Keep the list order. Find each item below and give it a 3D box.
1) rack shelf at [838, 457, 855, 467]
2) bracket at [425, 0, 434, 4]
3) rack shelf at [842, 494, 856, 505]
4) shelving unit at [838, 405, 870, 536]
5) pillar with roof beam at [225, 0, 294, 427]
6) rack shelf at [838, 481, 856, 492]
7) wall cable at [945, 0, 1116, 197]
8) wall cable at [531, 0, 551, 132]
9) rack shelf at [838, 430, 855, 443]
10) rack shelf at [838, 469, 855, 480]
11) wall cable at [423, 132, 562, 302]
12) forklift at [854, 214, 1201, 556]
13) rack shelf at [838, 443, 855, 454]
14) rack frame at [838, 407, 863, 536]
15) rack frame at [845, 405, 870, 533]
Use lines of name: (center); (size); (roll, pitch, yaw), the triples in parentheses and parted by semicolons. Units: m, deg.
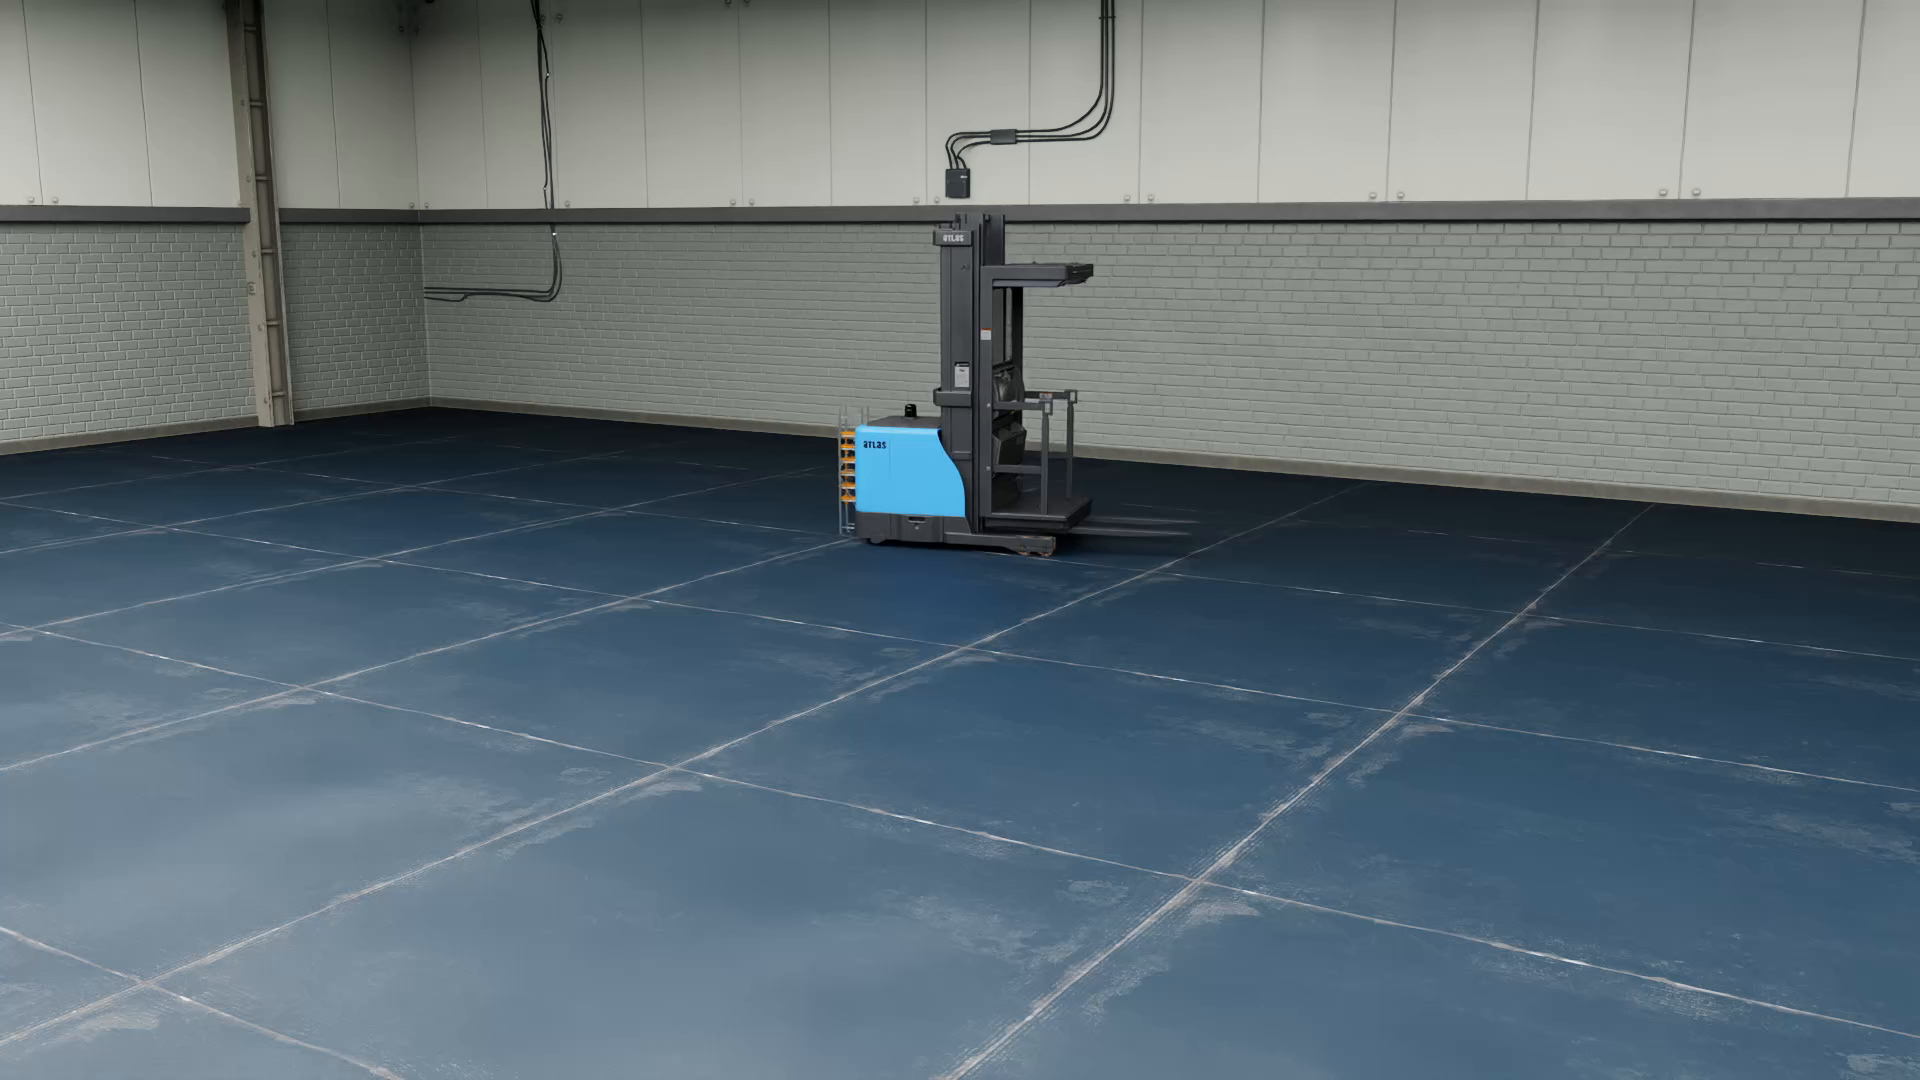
rack shelf: (-0.976, -0.713, 15.387); (0.258, 0.103, 0.180); (3, 11, 15)
bracket: (-8.198, -8.270, 25.189); (0.235, 0.232, 0.430); (6, 12, 31)
rack shelf: (-0.976, -0.359, 15.453); (0.258, 0.103, 0.180); (3, 11, 15)
shelving unit: (-0.976, -0.639, 15.401); (0.258, 1.200, 0.189); (3, 11, 15)
pillar with roof beam: (-6.268, -5.685, 21.164); (9.100, 9.000, 0.400); (6, 12, 31)
rack shelf: (-0.976, -0.477, 15.431); (0.258, 0.103, 0.180); (3, 11, 15)
wall cable: (0.818, -7.196, 19.991); (2.305, 6.003, 0.169); (6, 12, 31)
wall cable: (-4.975, -7.131, 23.602); (3.097, 2.526, 0.112); (6, 12, 31)
rack shelf: (-0.976, -0.949, 15.343); (0.258, 0.103, 0.180); (3, 11, 15)
rack shelf: (-0.976, -0.595, 15.409); (0.258, 0.103, 0.180); (3, 11, 15)
wall cable: (-7.287, -4.907, 25.447); (3.097, 2.526, 0.112); (6, 12, 31)
forklift: (0.621, -1.407, 14.801); (3.031, 2.935, 1.130); (3, 11, 16)
rack shelf: (-0.976, -0.831, 15.365); (0.258, 0.103, 0.180); (3, 11, 15)
rack frame: (-1.000, -0.622, 15.314); (0.240, 1.200, 0.006); (3, 11, 15)
rack frame: (-0.953, -0.655, 15.488); (0.240, 1.200, 0.006); (3, 11, 15)
